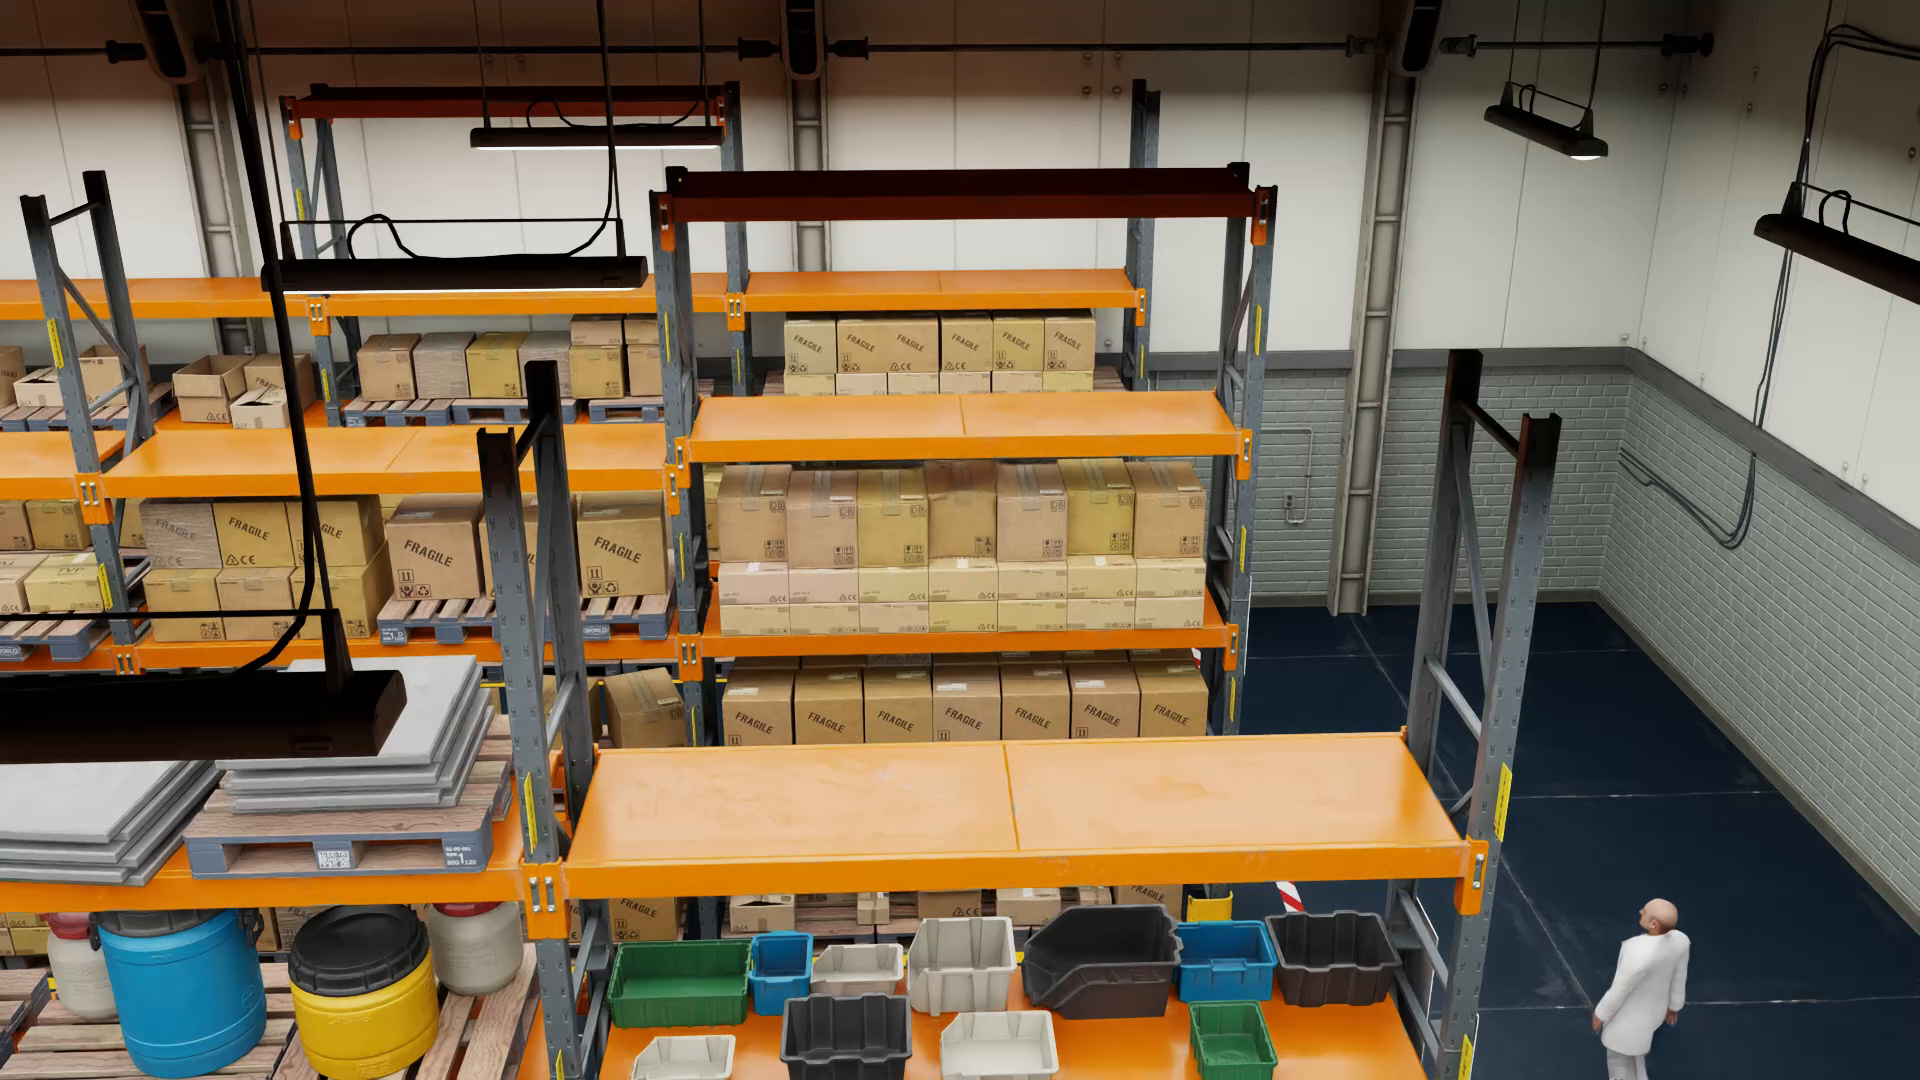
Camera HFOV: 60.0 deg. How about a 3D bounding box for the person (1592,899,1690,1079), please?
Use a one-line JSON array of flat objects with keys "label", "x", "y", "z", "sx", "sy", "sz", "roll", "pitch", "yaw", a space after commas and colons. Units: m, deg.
[{"label": "person", "x": 4.484, "y": 3.130, "z": 11.075, "sx": 0.625, "sy": 1.809, "sz": 0.492, "roll": -11, "pitch": 25, "yaw": -25}]
